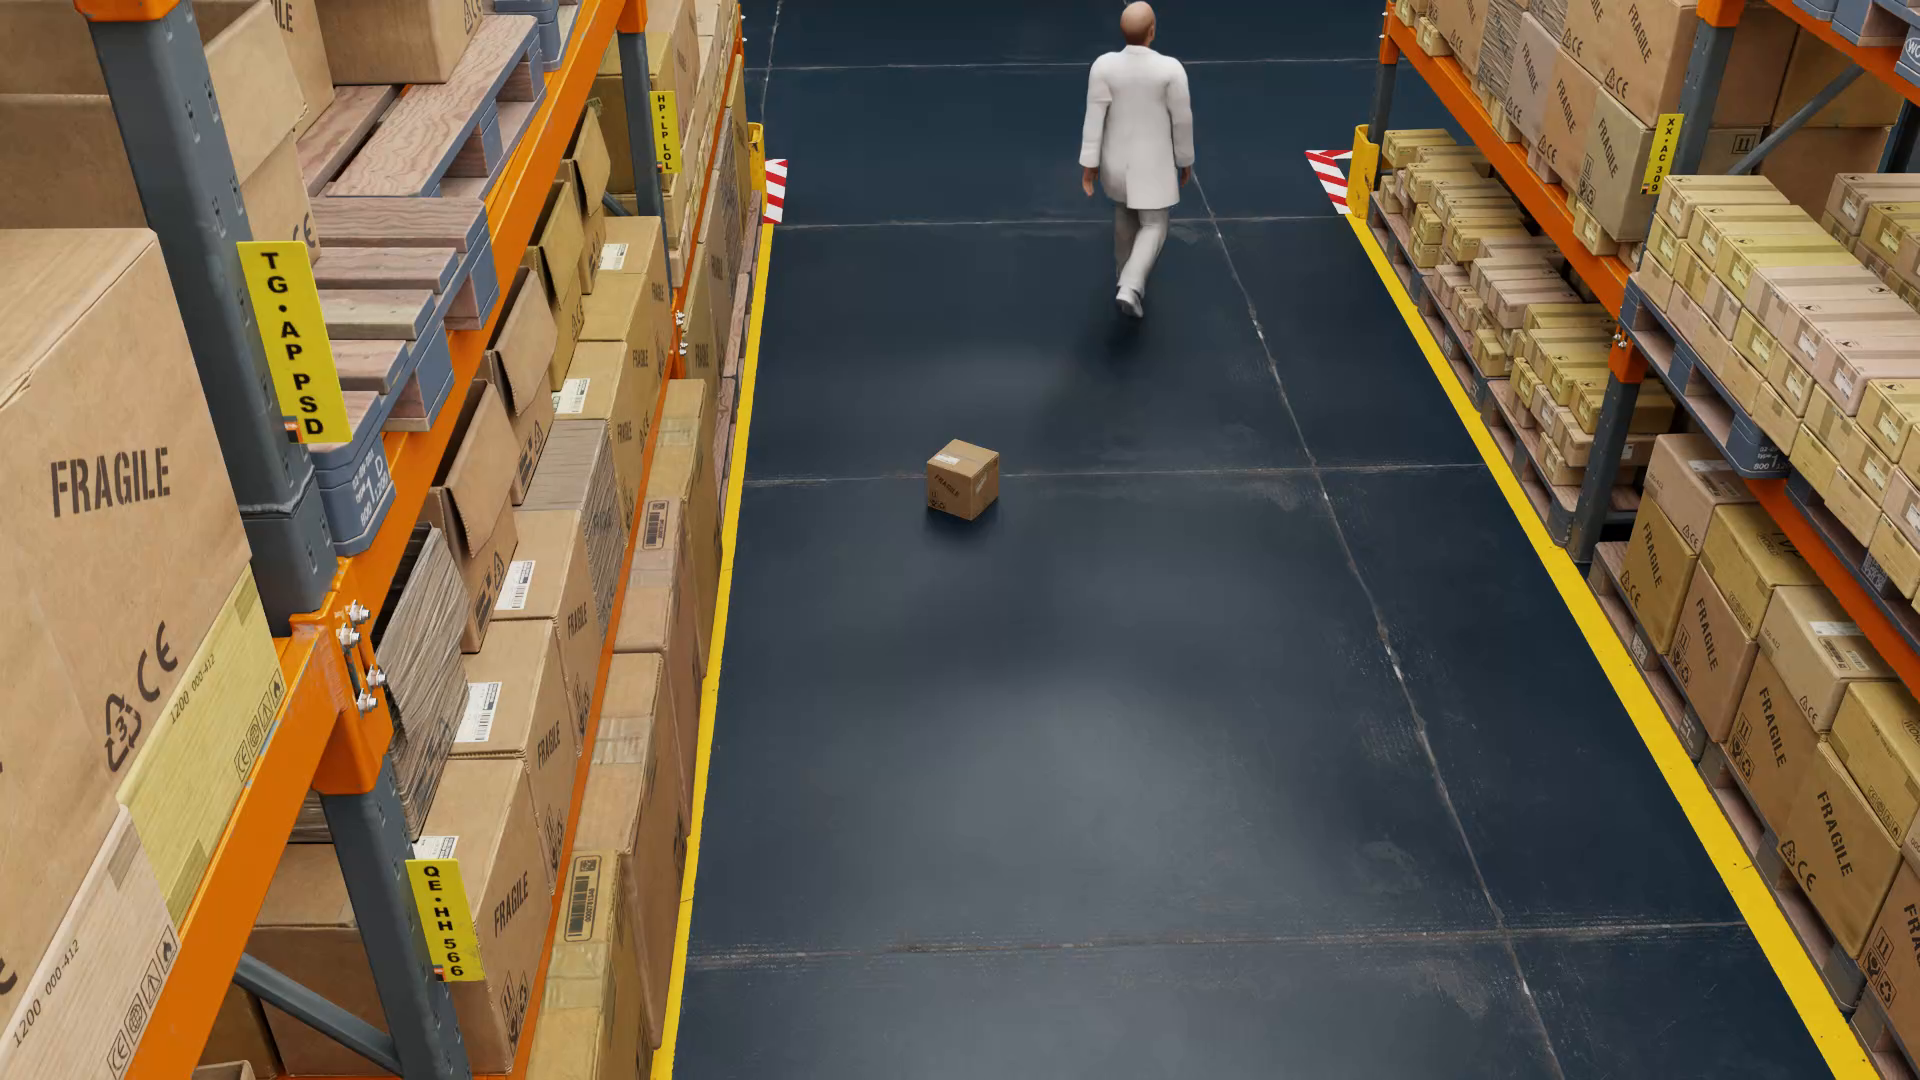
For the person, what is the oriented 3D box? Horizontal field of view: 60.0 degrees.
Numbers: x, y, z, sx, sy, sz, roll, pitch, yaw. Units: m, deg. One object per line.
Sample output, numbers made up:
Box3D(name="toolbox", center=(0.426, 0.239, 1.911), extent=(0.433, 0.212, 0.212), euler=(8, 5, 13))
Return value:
Box3D(name="person", center=(0.973, -2.084, 9.153), extent=(0.606, 1.741, 0.989), euler=(13, 37, 18))
